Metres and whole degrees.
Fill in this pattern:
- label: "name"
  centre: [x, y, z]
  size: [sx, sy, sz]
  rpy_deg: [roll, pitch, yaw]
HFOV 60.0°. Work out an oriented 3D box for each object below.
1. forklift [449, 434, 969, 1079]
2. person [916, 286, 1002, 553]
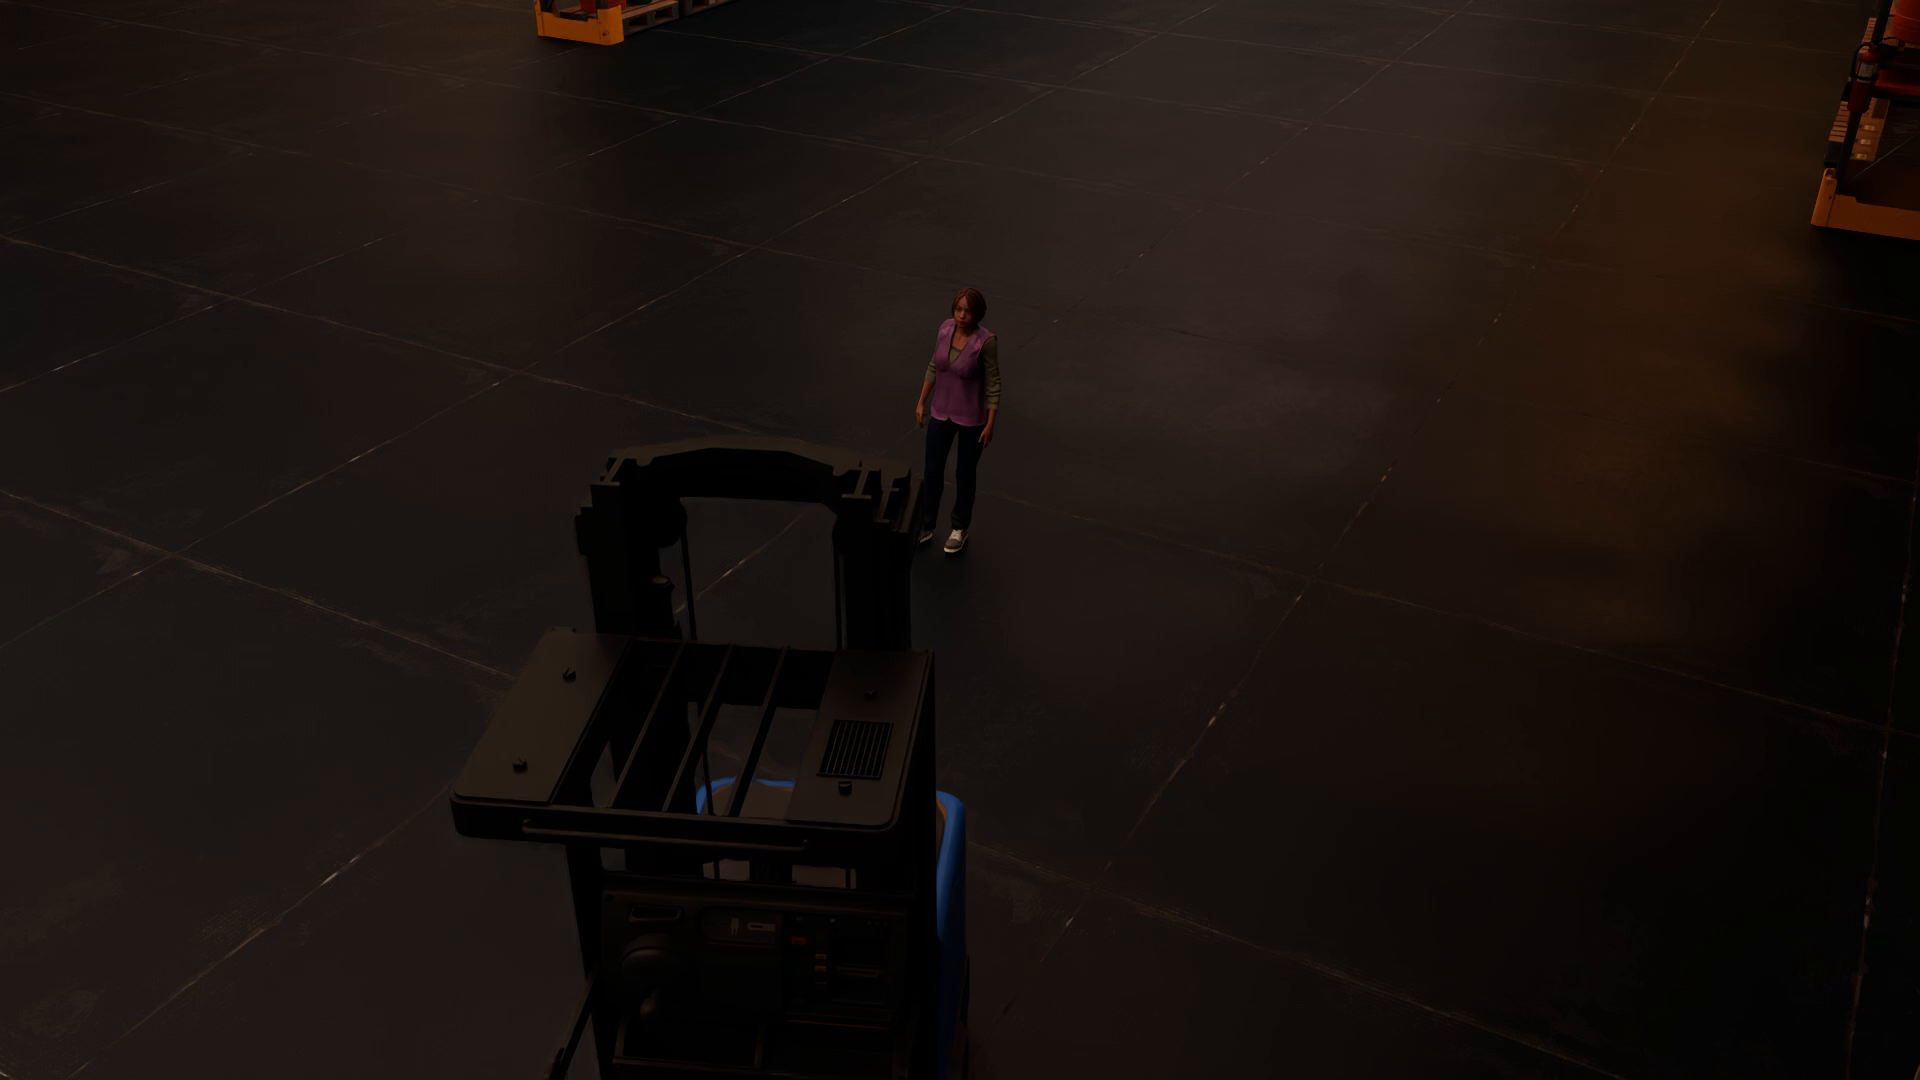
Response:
- label: "forklift"
  centre: [-0.640, 1.308, 4.804]
  size: [1.130, 2.935, 3.031]
  rpy_deg: [3, 30, 5]
- label: "person"
  centre: [-0.048, -0.669, 9.550]
  size: [0.520, 1.597, 0.476]
  rpy_deg: [15, 33, 25]
